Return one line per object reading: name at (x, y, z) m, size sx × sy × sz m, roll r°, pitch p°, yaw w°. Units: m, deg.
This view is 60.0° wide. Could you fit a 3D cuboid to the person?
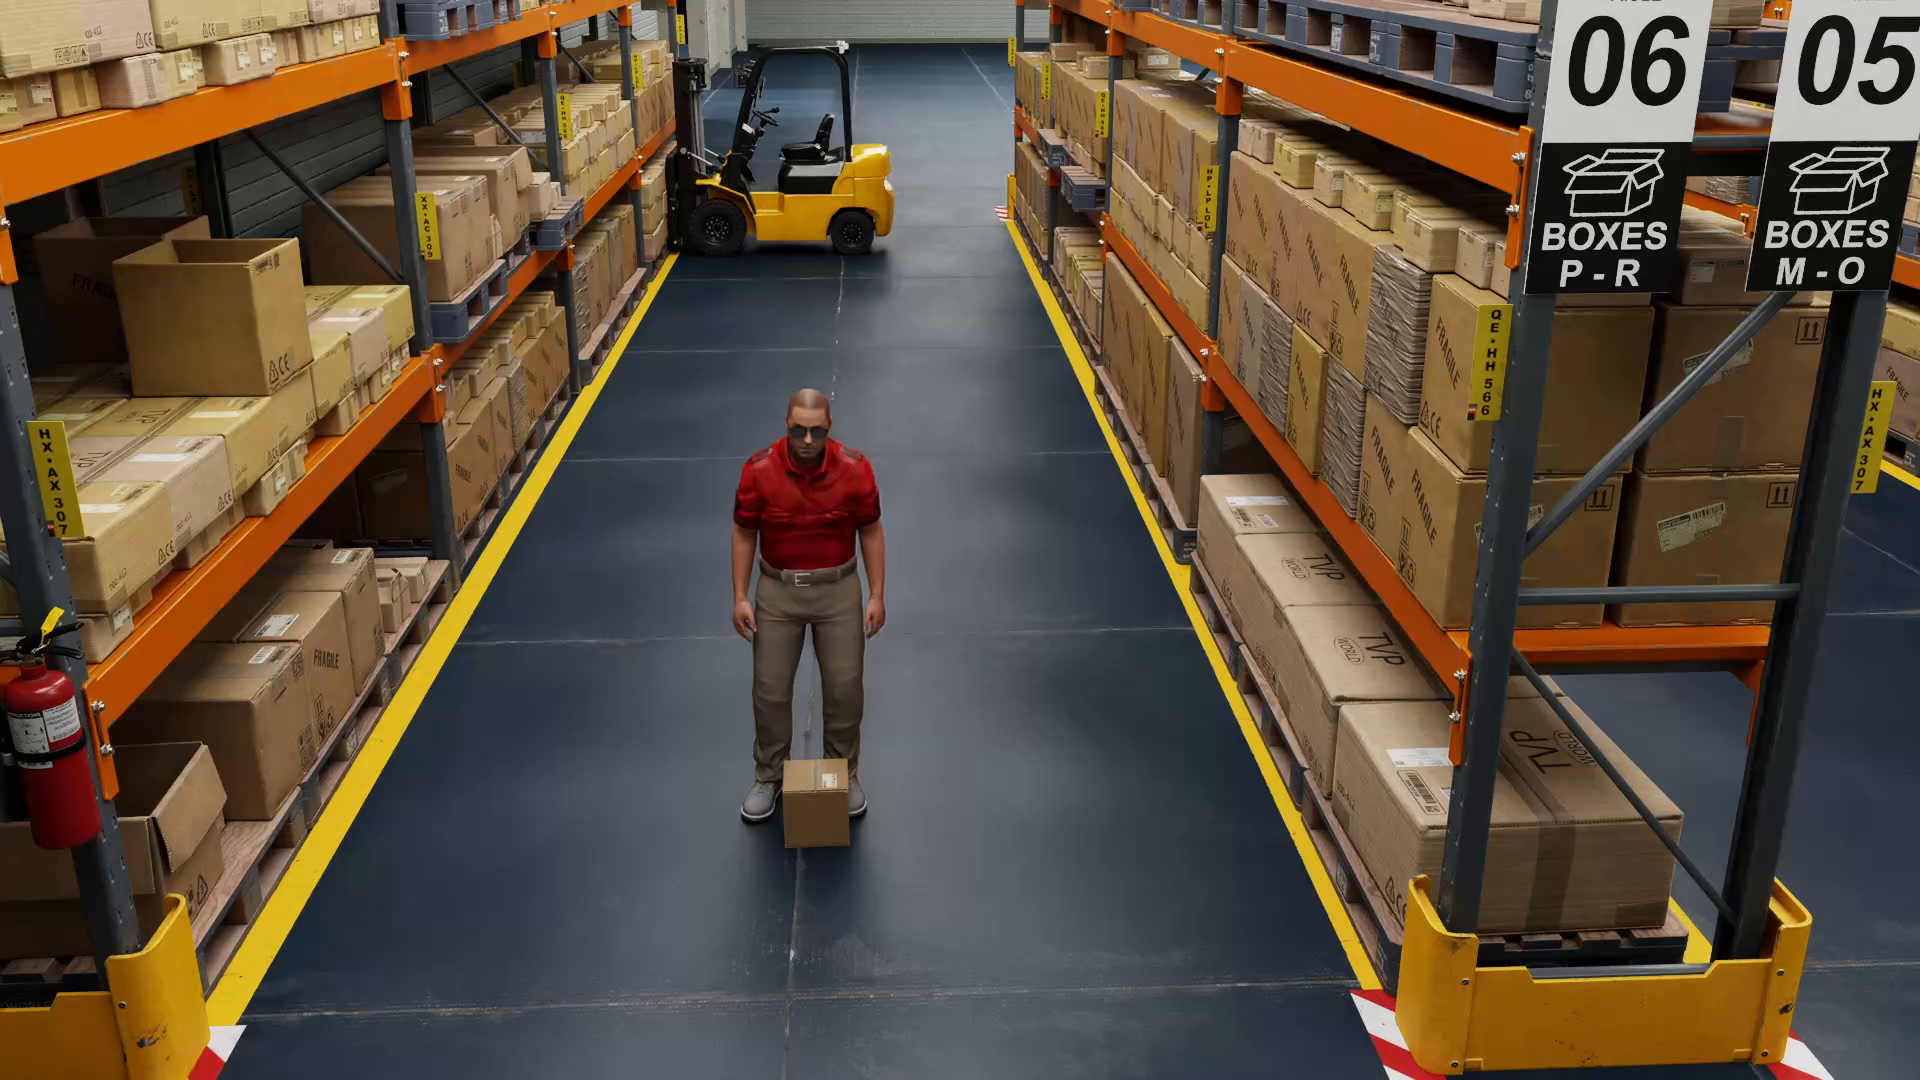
person at (-0.584, 0.239, 6.449) m, size 0.594 × 1.726 × 0.386 m, roll -2°, pitch 20°, yaw -4°
